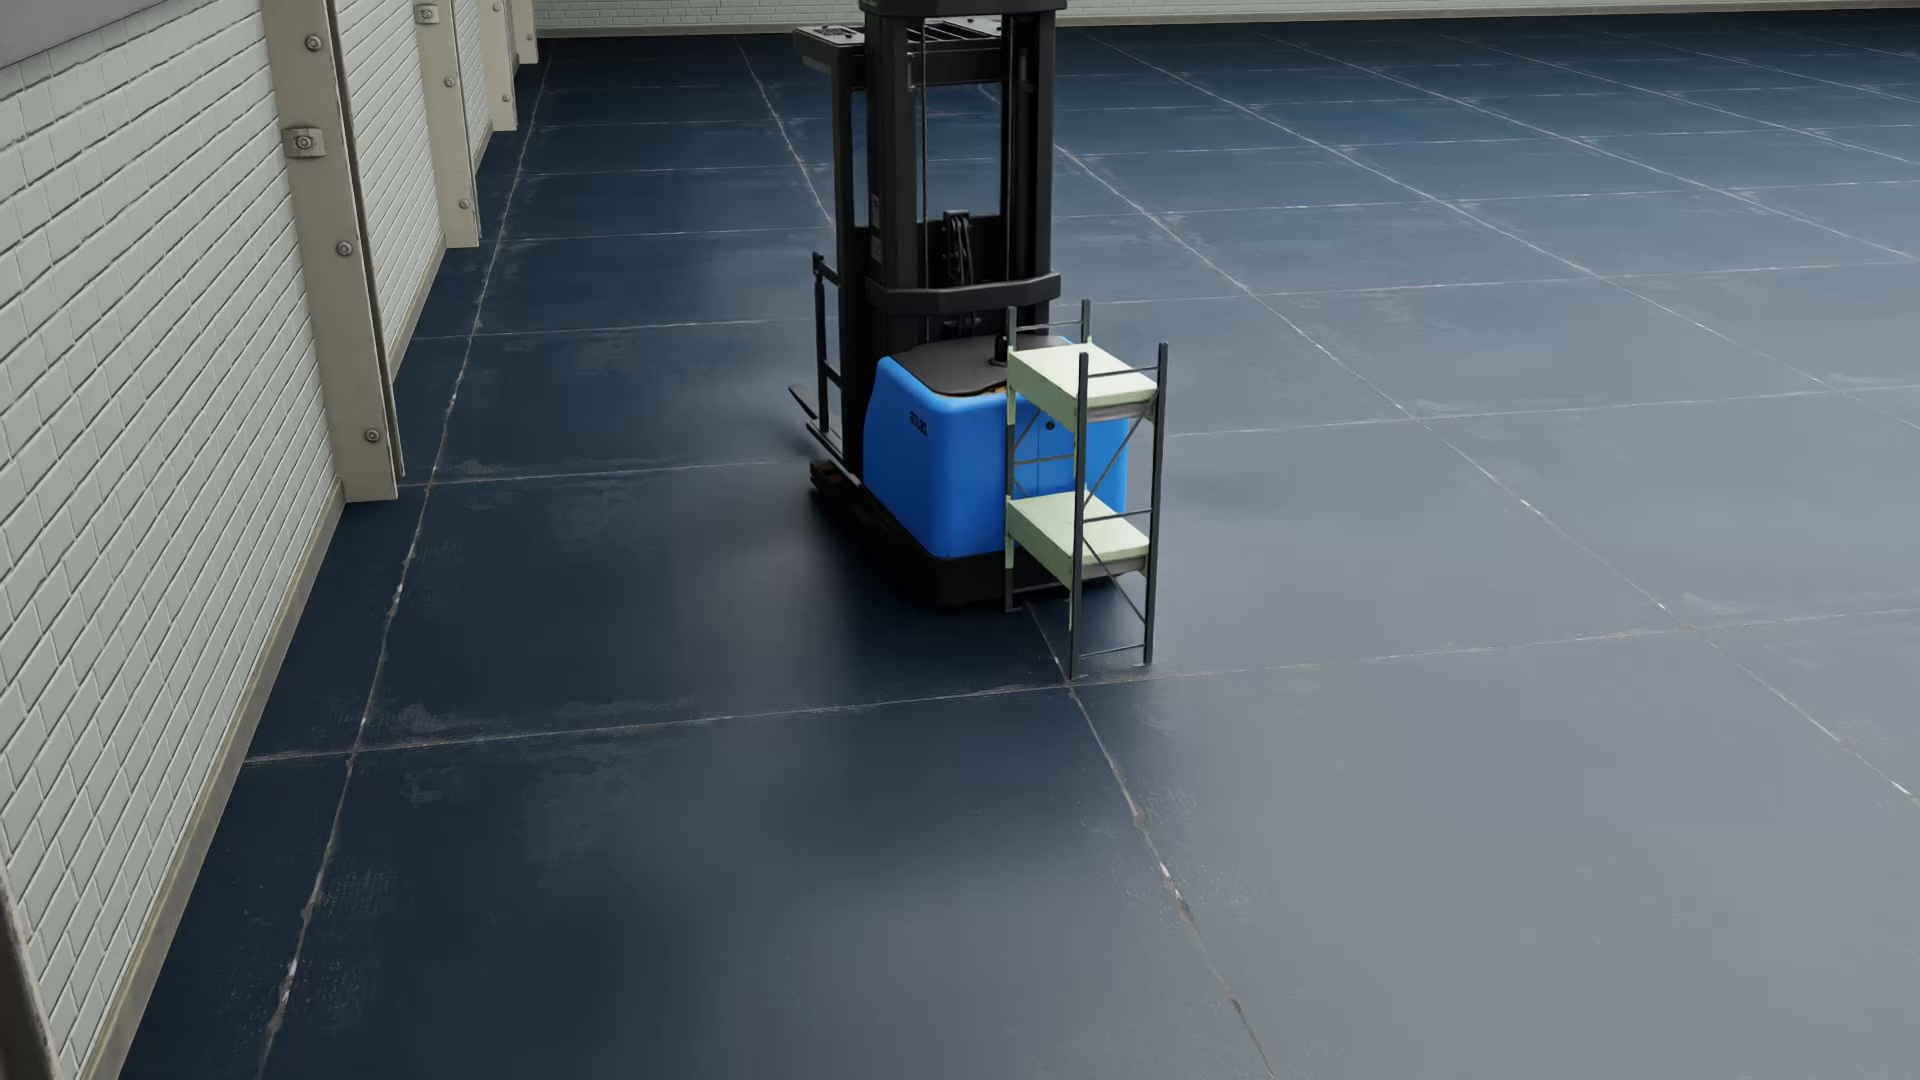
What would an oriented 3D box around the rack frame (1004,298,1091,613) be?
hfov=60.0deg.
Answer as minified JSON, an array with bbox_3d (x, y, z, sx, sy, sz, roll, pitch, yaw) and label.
[{"bbox_3d":[0.399,-0.371,7.726,0.400,1.500,0.023,-9,25,-20],"label":"rack frame"}]

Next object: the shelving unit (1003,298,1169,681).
[{"bbox_3d":[0.536,-0.235,7.415,0.431,1.500,0.755,-9,25,-20],"label":"shelving unit"}]

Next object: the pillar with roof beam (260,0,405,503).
[{"bbox_3d":[0.901,-4.737,8.353,9.100,9.000,0.400,-4,24,-10],"label":"pillar with roof beam"}]

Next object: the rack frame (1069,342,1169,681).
[{"bbox_3d":[0.672,-0.099,7.103,0.400,1.500,0.023,-9,25,-20],"label":"rack frame"}]

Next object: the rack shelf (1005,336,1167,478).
[{"bbox_3d":[0.536,-0.593,7.258,0.431,0.370,0.720,-9,25,-20],"label":"rack shelf"}]

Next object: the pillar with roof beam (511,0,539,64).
[{"bbox_3d":[-2.427,-11.817,24.564,9.100,9.000,0.400,-4,24,-10],"label":"pillar with roof beam"}]

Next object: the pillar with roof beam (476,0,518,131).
[{"bbox_3d":[-1.318,-9.457,19.160,9.100,9.000,0.400,-4,24,-10],"label":"pillar with roof beam"}]

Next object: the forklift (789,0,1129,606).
[{"bbox_3d":[-0.195,-1.594,8.738,1.130,2.935,3.031,-9,25,-20],"label":"forklift"}]

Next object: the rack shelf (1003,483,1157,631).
[{"bbox_3d":[0.536,0.064,7.545,0.431,0.370,0.720,-9,25,-20],"label":"rack shelf"}]

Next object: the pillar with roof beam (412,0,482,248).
[{"bbox_3d":[-0.208,-7.097,13.757,9.100,9.000,0.400,-4,24,-10],"label":"pillar with roof beam"}]
